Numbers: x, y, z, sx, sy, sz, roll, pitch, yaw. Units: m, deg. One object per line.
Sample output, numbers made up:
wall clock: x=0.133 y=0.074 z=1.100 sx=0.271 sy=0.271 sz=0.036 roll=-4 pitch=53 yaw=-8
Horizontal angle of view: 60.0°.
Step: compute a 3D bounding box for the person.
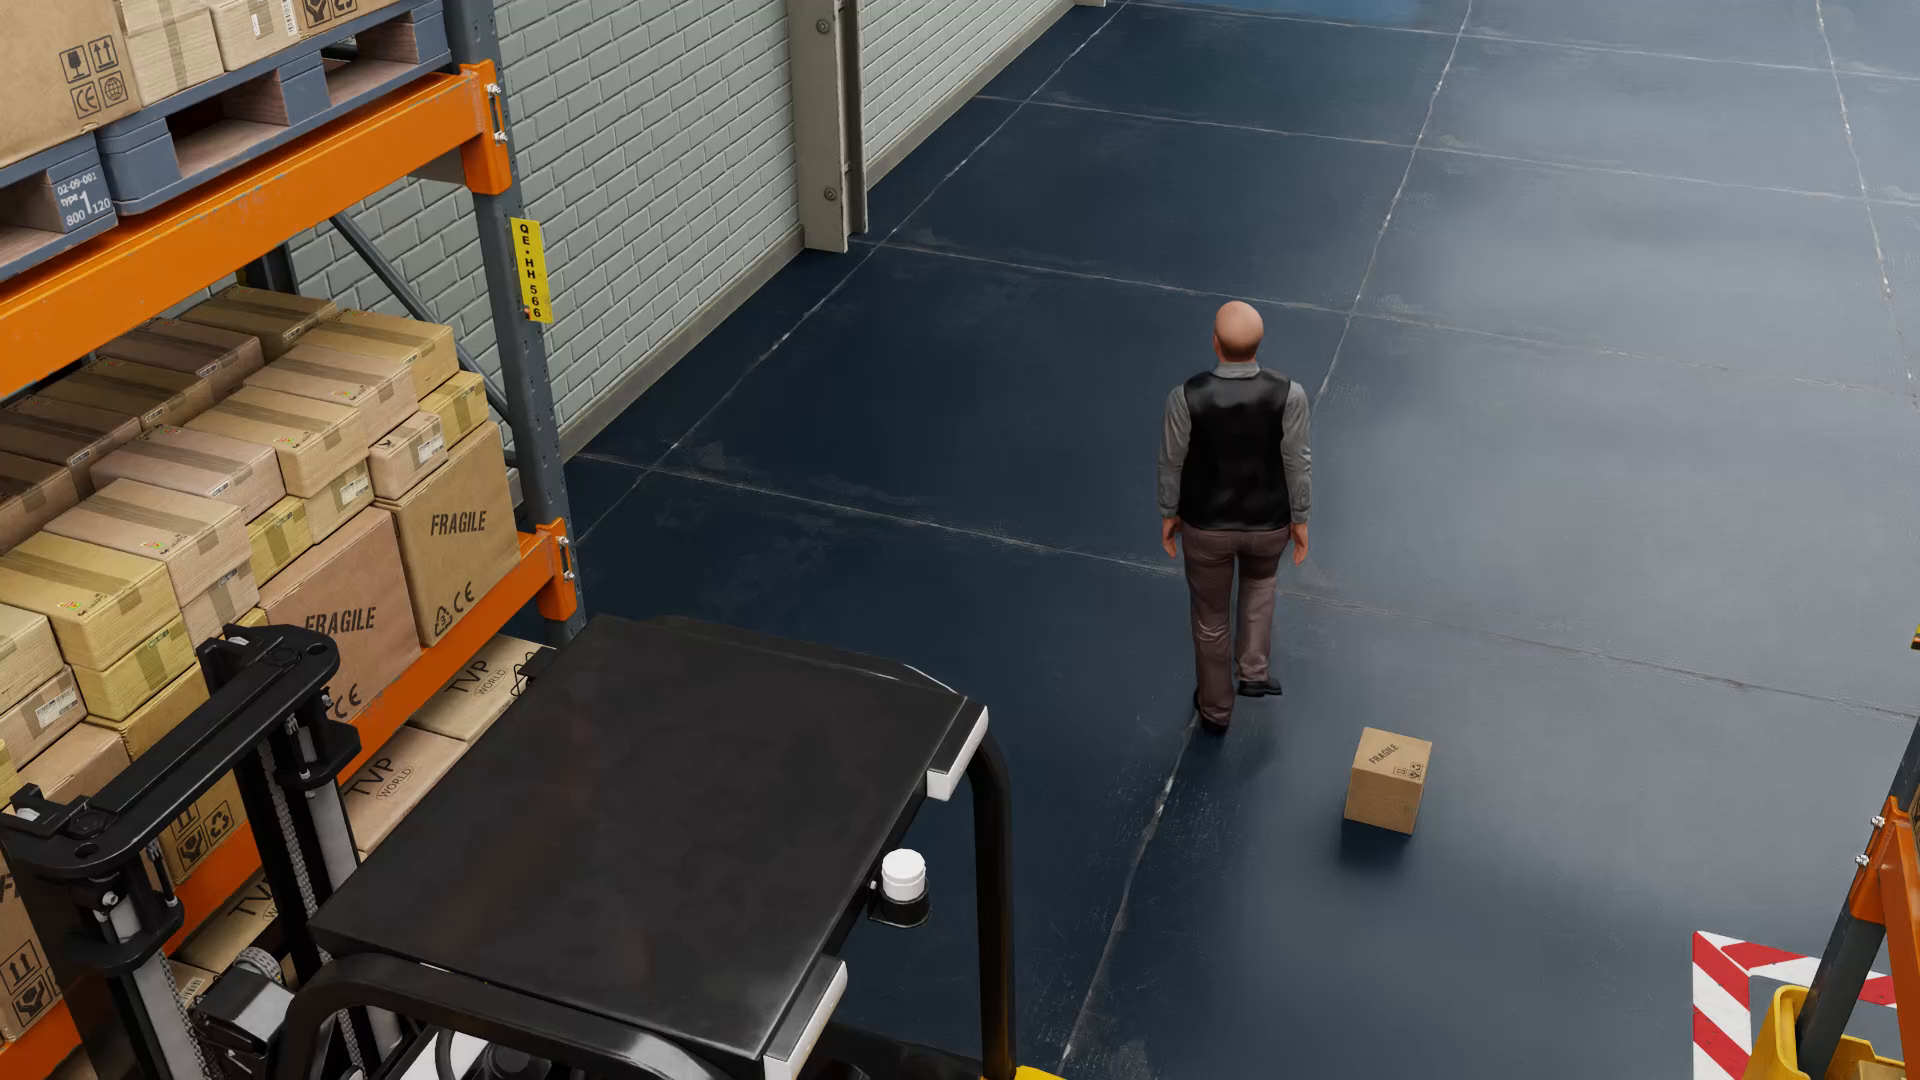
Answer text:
person: x=1.009 y=-0.071 z=6.242 sx=0.567 sy=1.707 sz=0.492 roll=0 pitch=33 yaw=0
